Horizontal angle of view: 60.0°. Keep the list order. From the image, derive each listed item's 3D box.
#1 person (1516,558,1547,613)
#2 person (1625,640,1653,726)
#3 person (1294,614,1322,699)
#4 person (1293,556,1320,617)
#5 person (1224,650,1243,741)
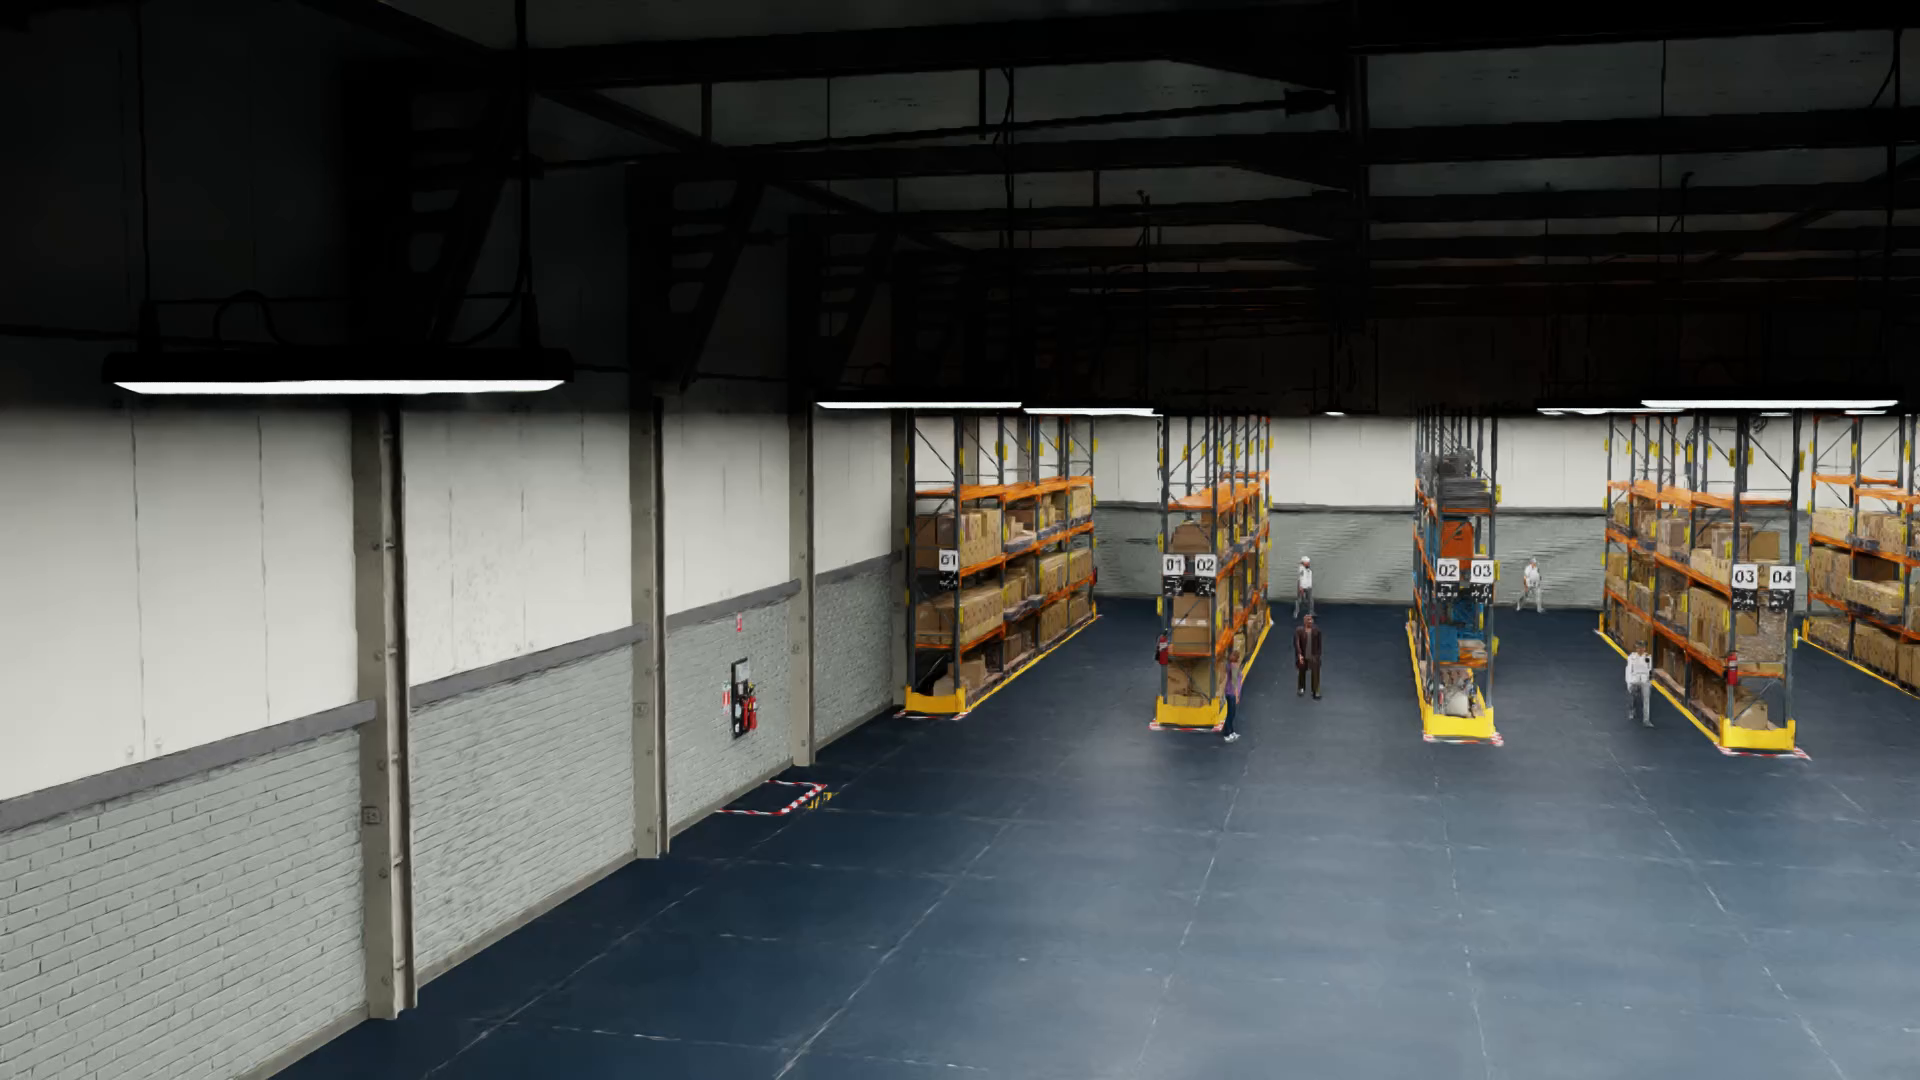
[{"bbox_3d":[16.844,1.334,49.083,0.587,1.626,0.918,-1,4,-13],"label":"person"},{"bbox_3d":[12.723,2.643,31.150,0.495,1.587,1.086,1,4,16],"label":"person"},{"bbox_3d":[7.119,2.368,34.066,0.577,1.715,1.102,0,4,6],"label":"person"},{"bbox_3d":[9.963,1.343,47.904,0.737,1.761,0.562,-3,5,-39],"label":"person"},{"bbox_3d":[4.860,2.753,29.588,0.345,1.597,0.536,0,4,-1],"label":"person"}]
